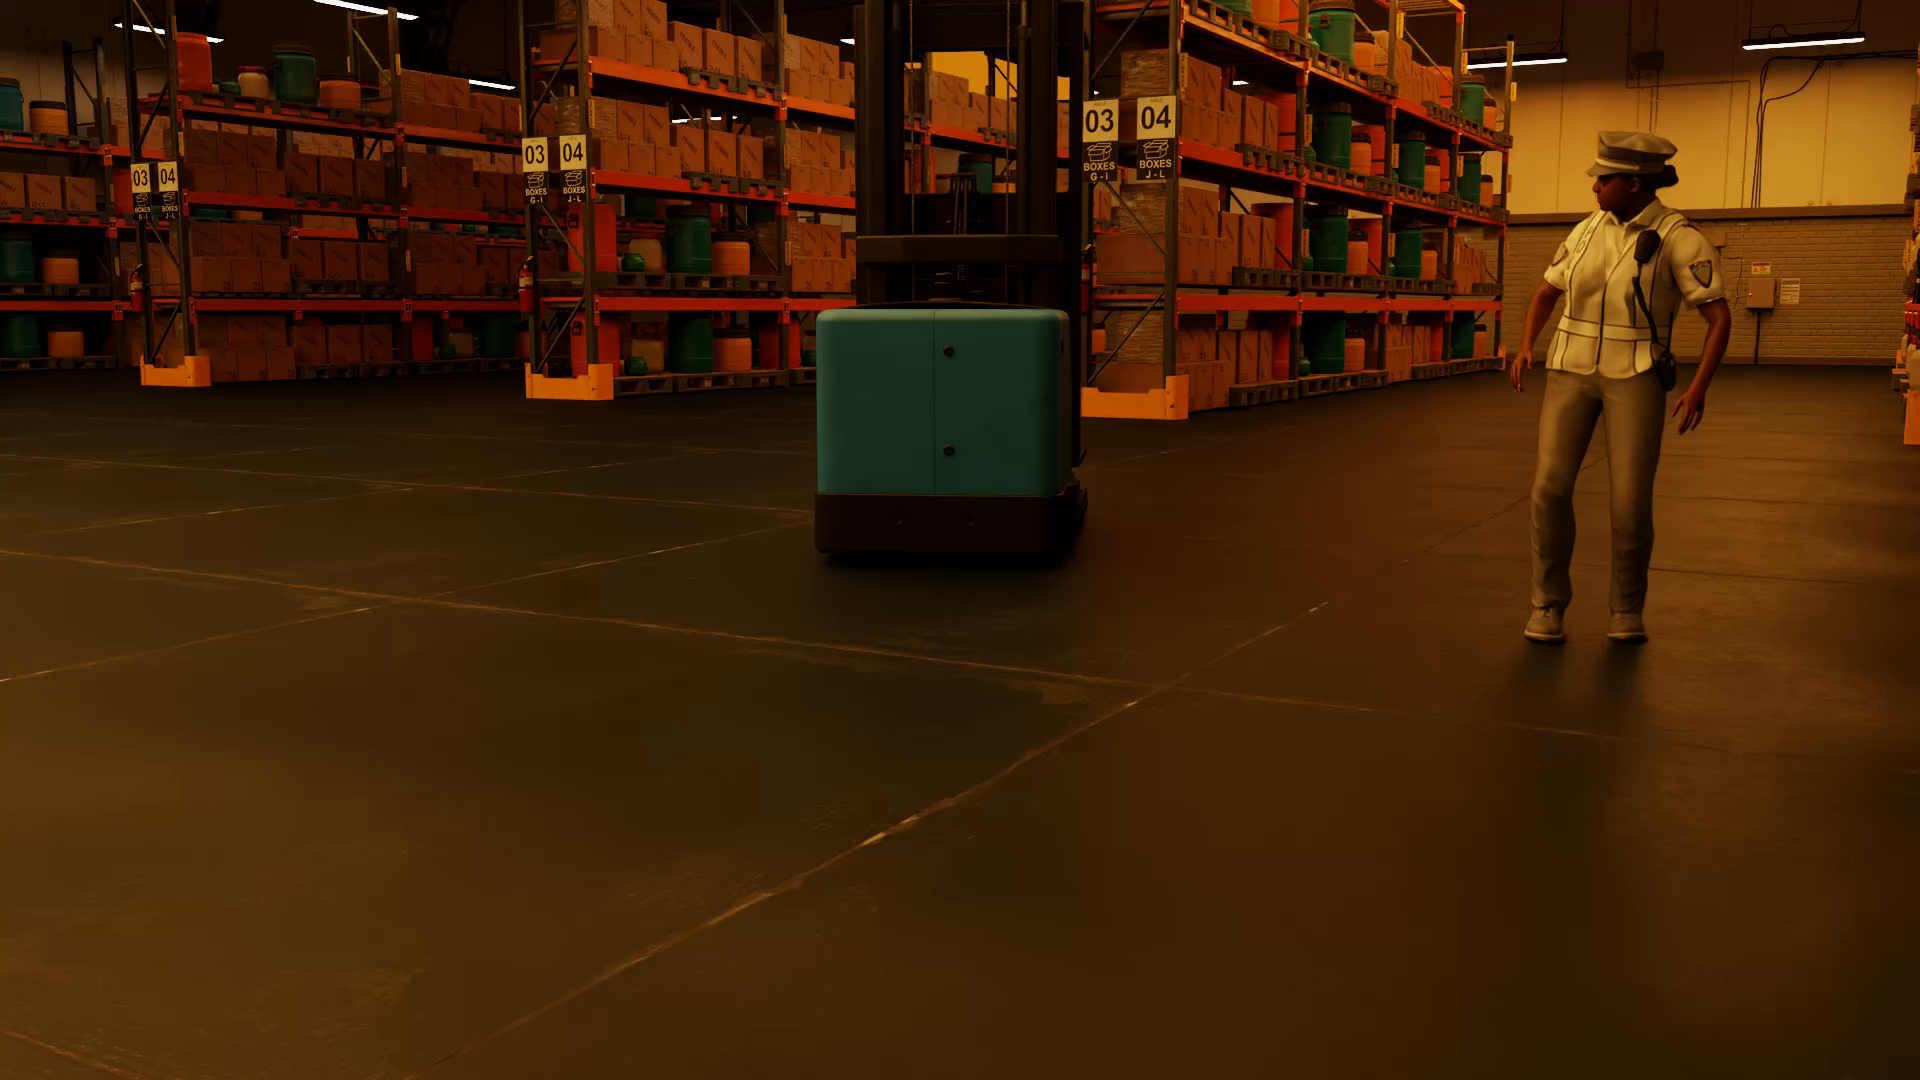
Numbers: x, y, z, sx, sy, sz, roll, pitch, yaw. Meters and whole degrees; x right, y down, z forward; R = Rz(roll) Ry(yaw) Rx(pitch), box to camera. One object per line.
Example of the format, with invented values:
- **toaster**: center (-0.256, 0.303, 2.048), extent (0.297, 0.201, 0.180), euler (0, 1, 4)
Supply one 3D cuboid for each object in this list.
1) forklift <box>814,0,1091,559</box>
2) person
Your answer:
- **forklift**: center (0.072, -1.535, 8.212), extent (1.130, 2.935, 3.031), euler (1, 8, 7)
- **person**: center (2.125, -0.488, 5.389), extent (0.649, 1.644, 0.481), euler (6, 10, 35)
